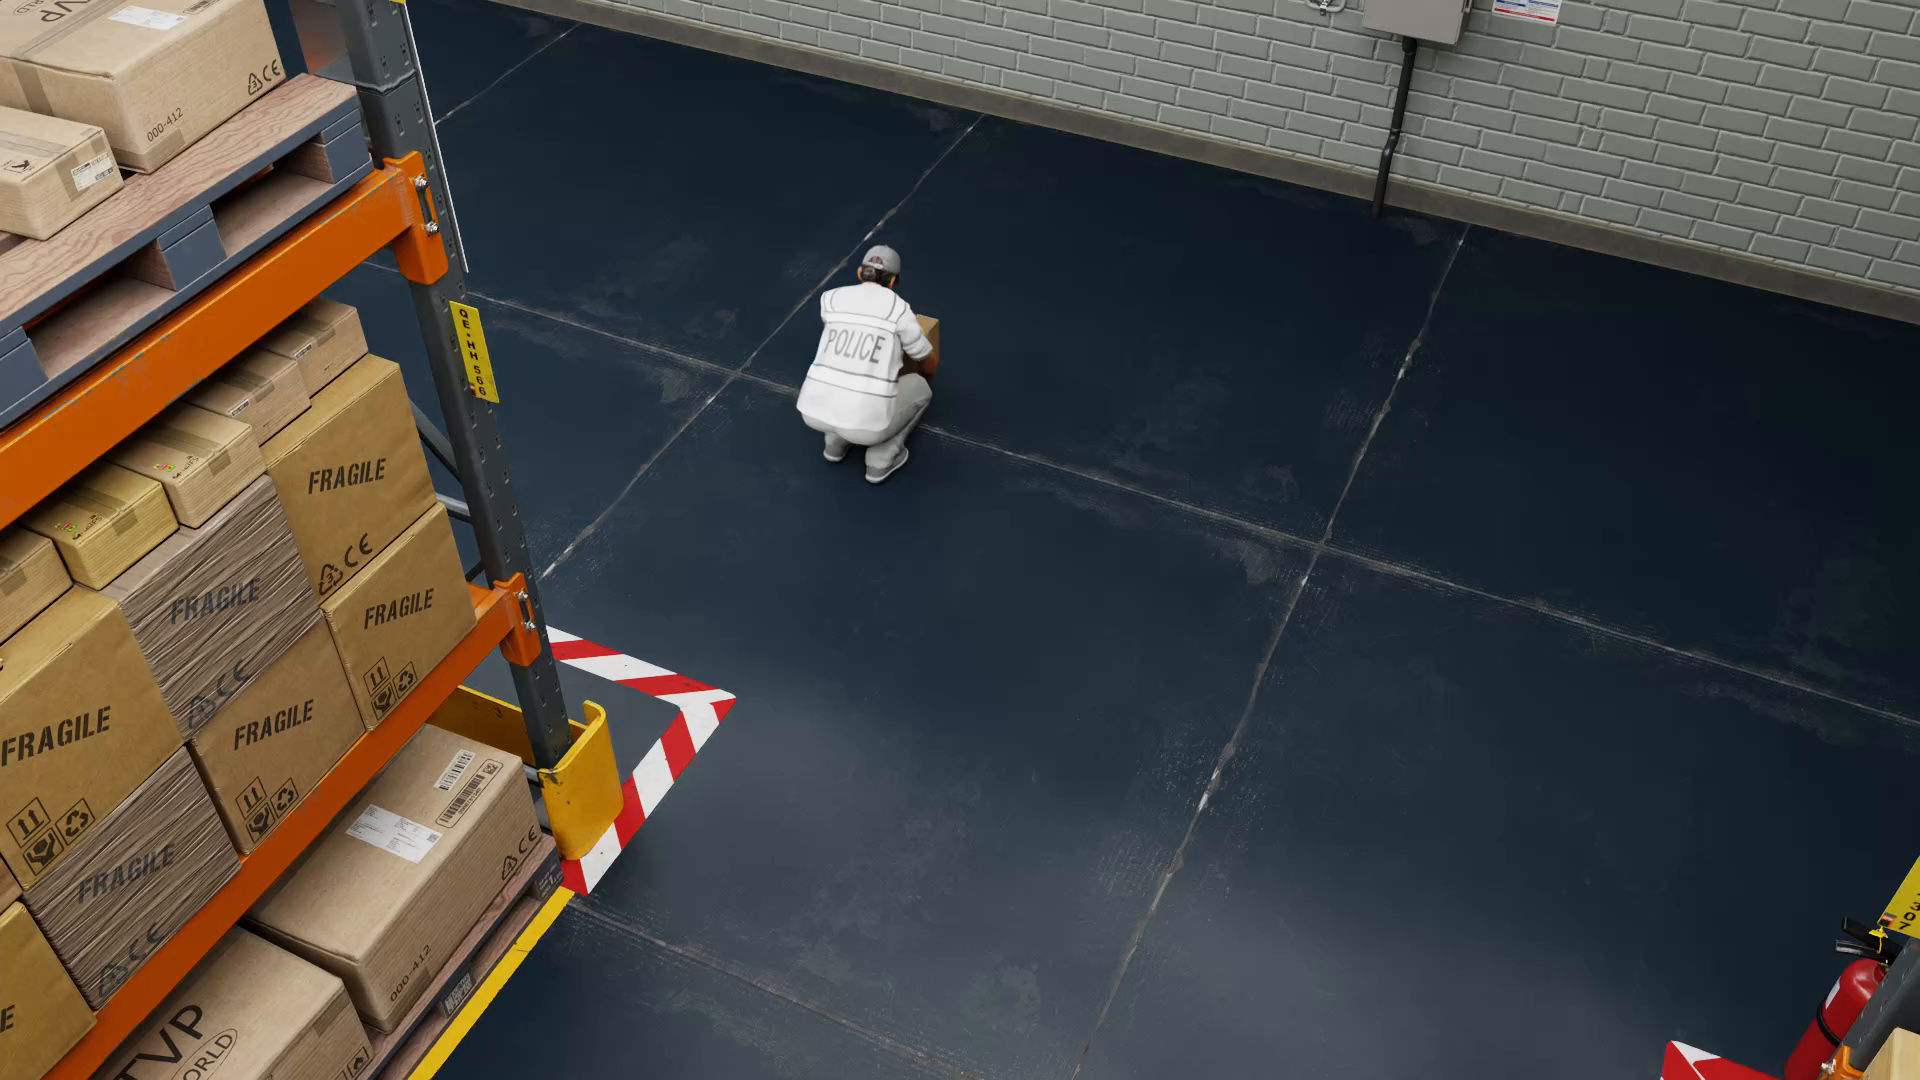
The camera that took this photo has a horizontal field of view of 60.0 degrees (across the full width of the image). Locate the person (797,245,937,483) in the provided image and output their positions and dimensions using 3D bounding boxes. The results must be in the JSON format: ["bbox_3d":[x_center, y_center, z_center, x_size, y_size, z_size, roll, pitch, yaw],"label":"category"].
[{"bbox_3d":[-0.414,-0.797,7.591,0.516,0.934,0.854,18,45,18],"label":"person"}]
